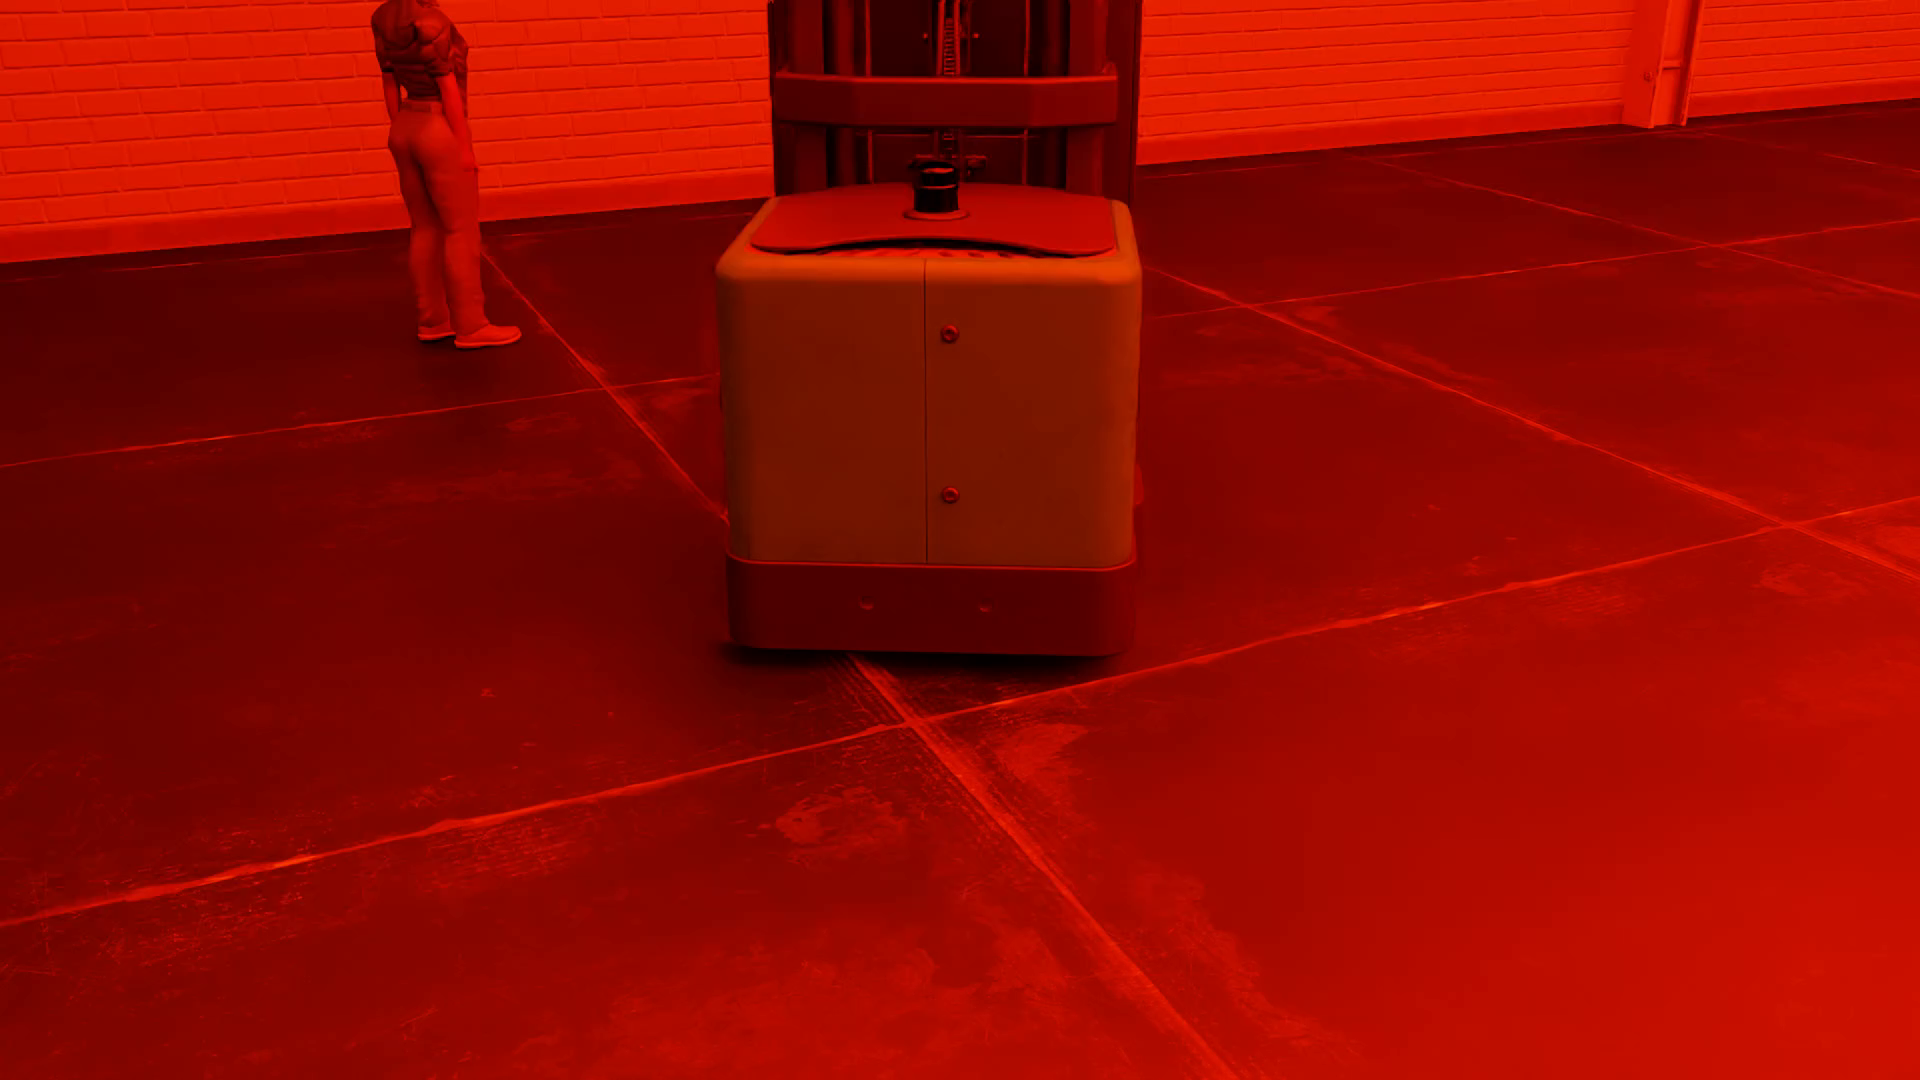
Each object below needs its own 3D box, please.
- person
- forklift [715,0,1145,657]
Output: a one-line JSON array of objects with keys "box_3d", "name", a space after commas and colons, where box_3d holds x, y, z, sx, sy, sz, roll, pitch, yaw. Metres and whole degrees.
[{"box_3d": [-2.152, -1.630, 6.875, 0.451, 1.660, 0.339, 16, 27, 33], "name": "person"}, {"box_3d": [-0.002, -1.580, 5.090, 1.130, 2.935, 3.031, 1, 23, 3], "name": "forklift"}]
